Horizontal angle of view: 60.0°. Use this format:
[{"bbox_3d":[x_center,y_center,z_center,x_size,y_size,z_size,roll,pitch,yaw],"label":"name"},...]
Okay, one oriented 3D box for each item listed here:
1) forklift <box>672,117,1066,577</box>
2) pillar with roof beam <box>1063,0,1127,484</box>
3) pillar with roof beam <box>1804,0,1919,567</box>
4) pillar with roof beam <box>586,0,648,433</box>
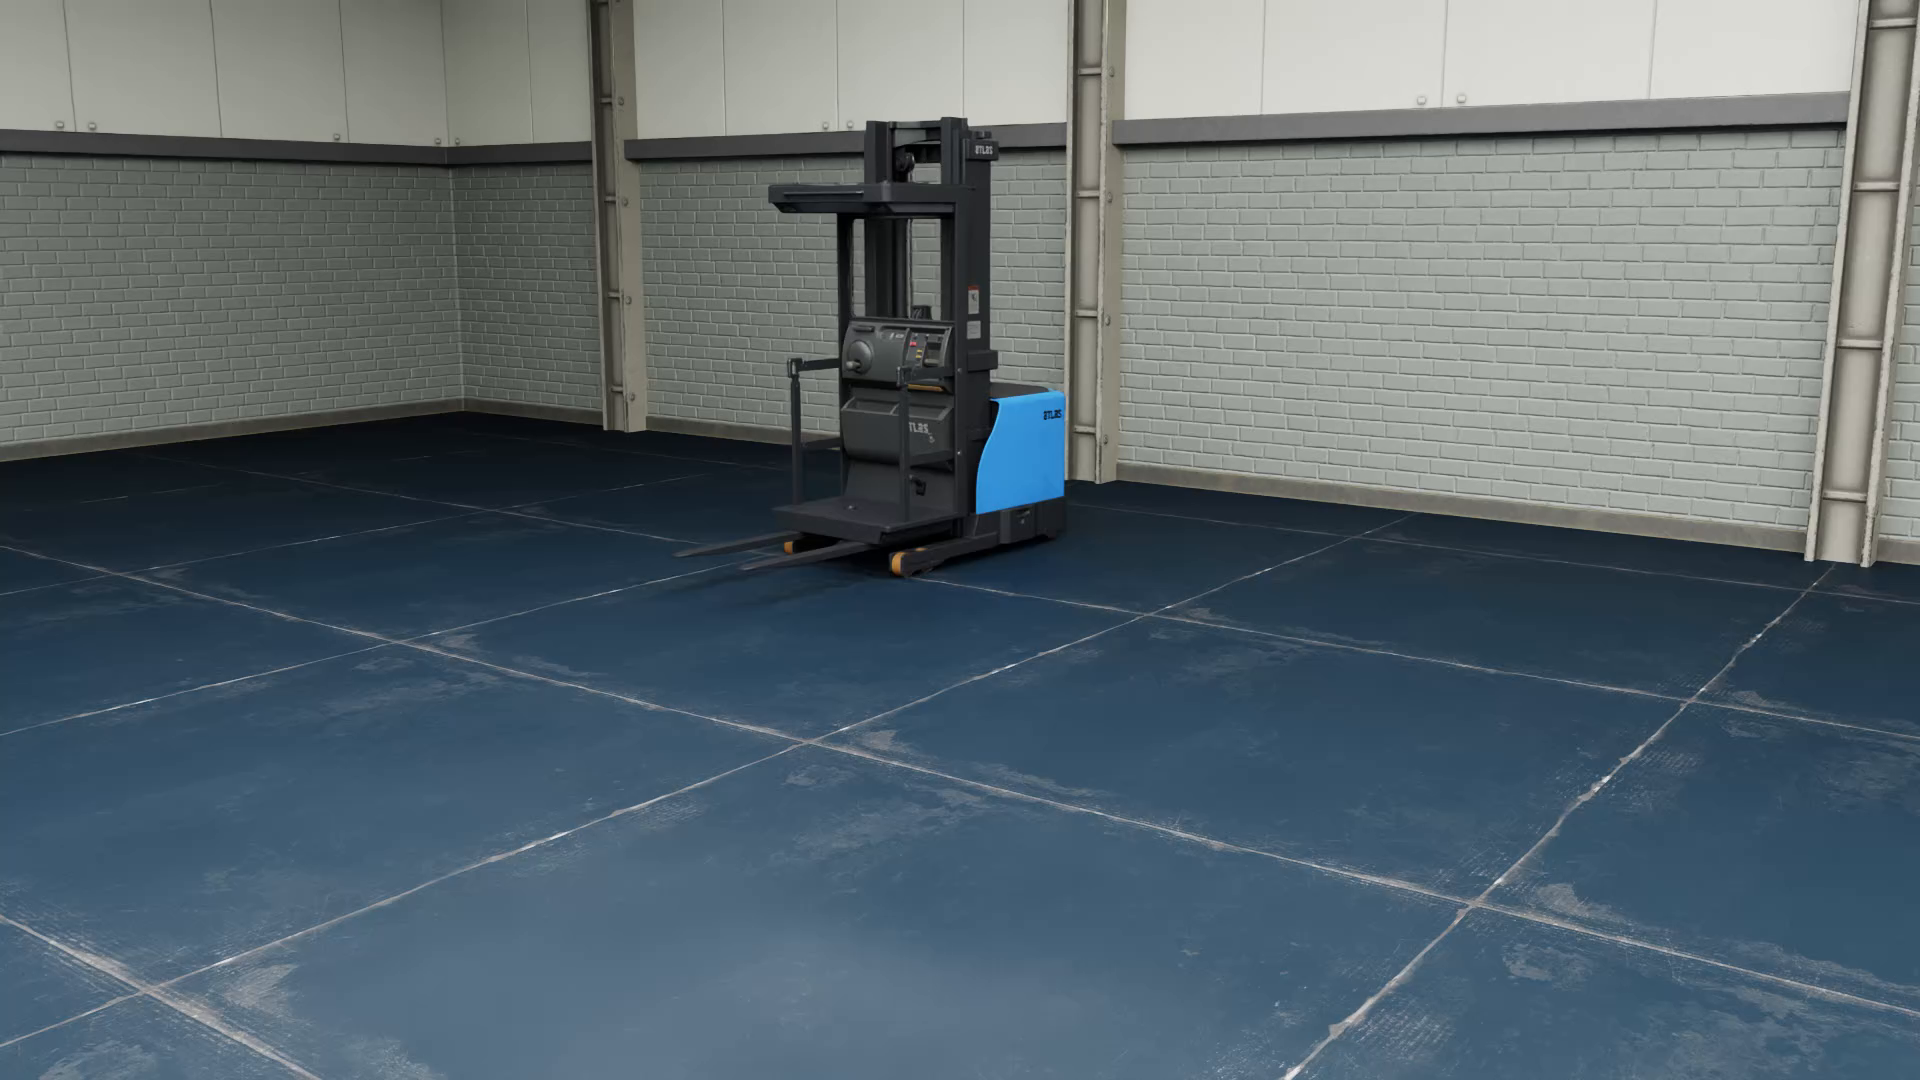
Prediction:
[{"bbox_3d":[-0.564,-1.304,11.056,1.130,2.935,3.031,9,14,39],"label":"forklift"},{"bbox_3d":[-1.390,-4.297,10.550,0.400,9.000,9.100,8,13,36],"label":"pillar with roof beam"},{"bbox_3d":[3.446,-3.623,7.063,0.400,9.000,9.100,8,13,36],"label":"pillar with roof beam"},{"bbox_3d":[-6.226,-4.972,14.037,0.400,9.000,9.100,8,13,36],"label":"pillar with roof beam"}]
